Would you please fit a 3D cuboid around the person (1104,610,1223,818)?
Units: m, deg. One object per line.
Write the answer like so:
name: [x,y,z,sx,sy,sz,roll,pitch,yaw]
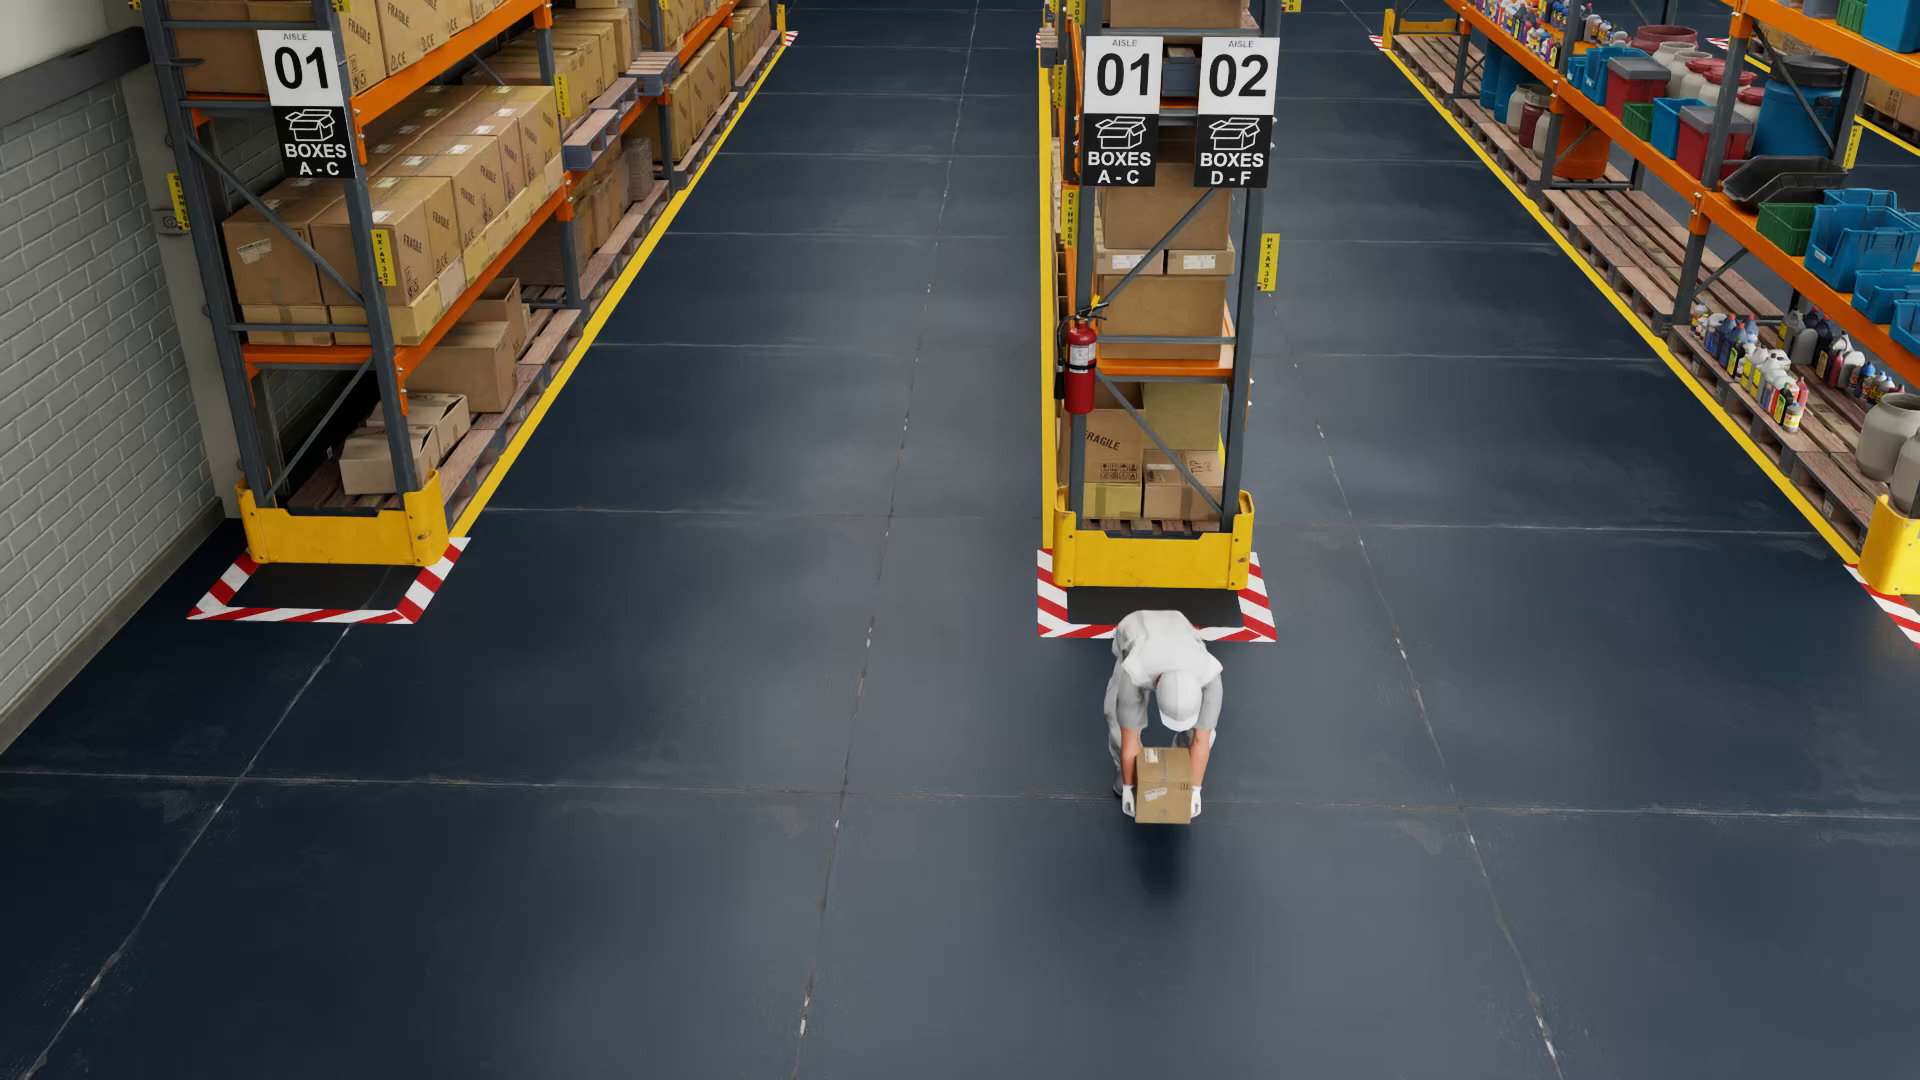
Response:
person: [0.954,0.847,7.841,0.536,0.991,0.953,0,28,0]
